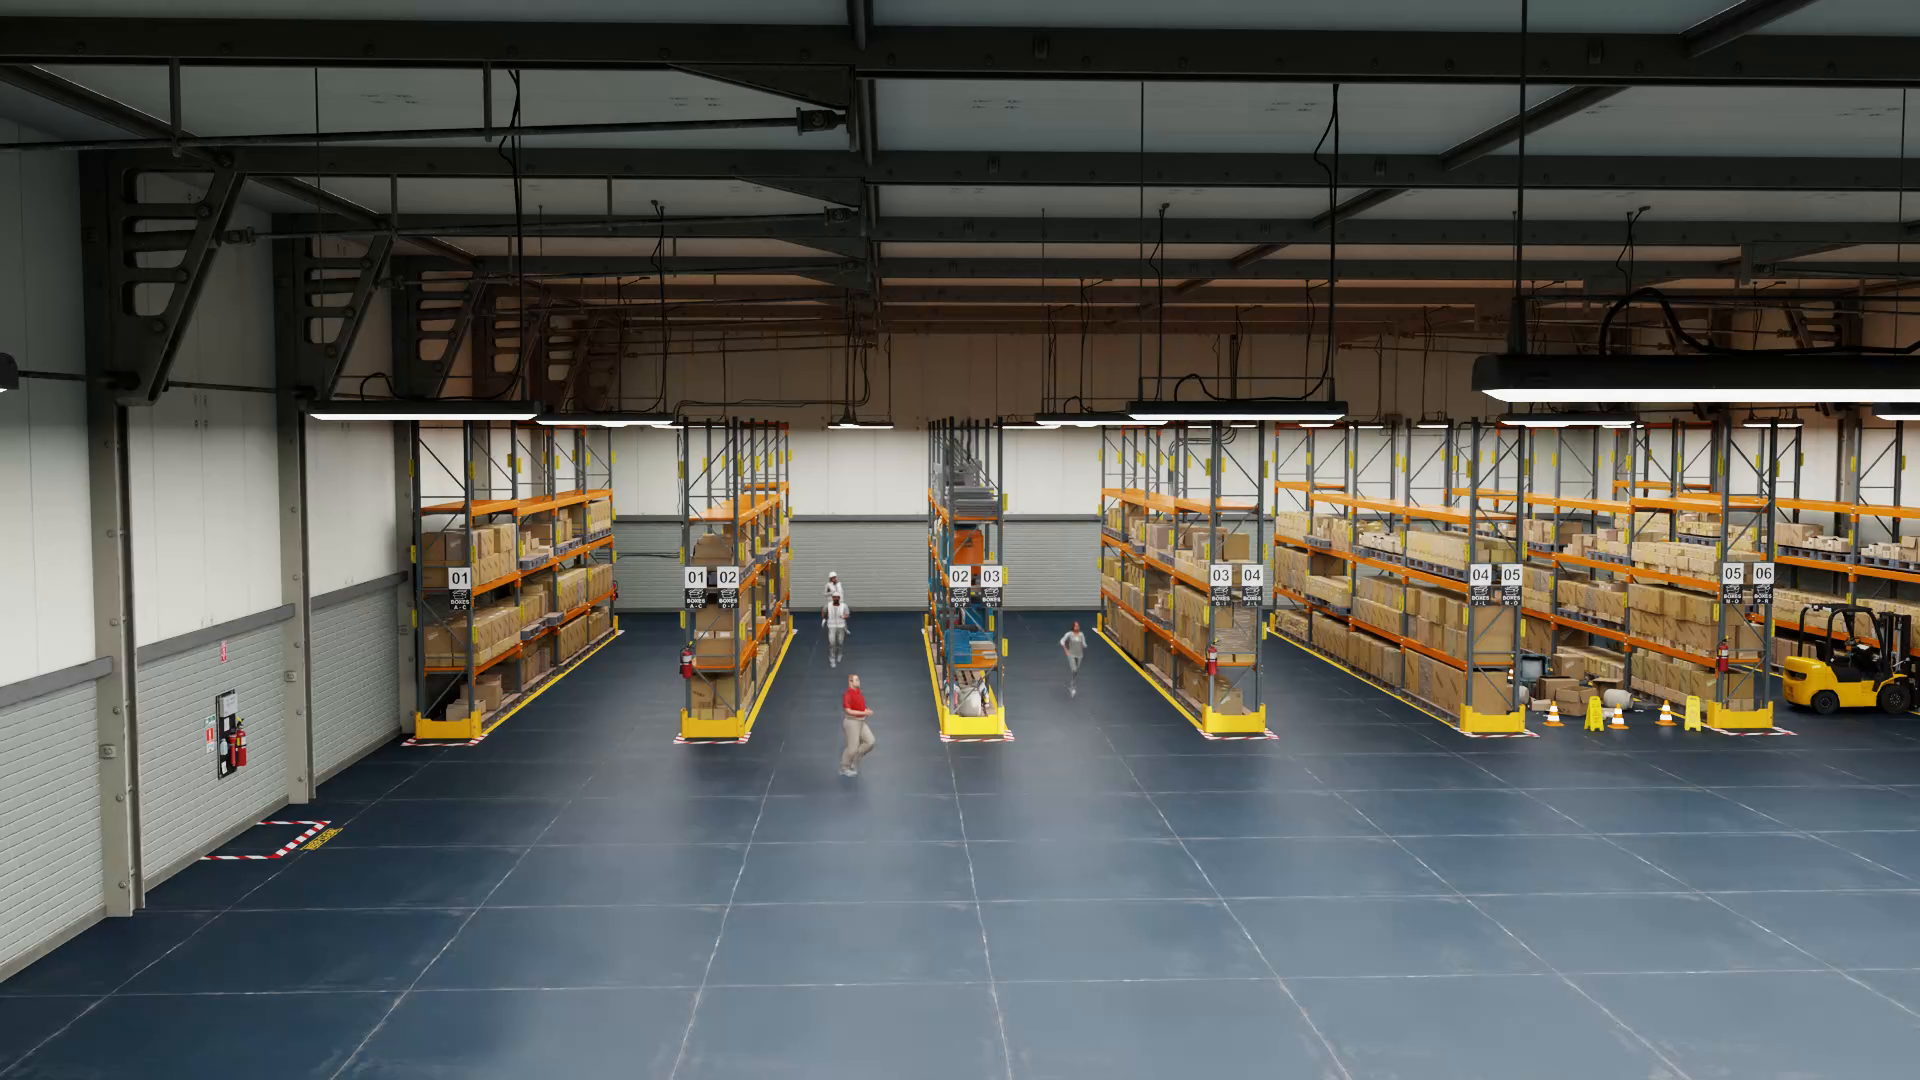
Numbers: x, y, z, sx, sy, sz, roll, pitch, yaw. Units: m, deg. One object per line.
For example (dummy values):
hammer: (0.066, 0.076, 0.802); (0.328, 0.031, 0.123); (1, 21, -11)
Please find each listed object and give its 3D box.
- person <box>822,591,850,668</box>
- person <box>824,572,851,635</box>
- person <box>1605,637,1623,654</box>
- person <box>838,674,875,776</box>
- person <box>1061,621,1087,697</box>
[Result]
person: (-3.029, 2.168, 40.616); (0.676, 1.831, 0.849); (-1, 4, -8)
person: (-3.553, 1.777, 47.015); (0.680, 1.761, 0.888); (-2, 4, -26)
person: (16.513, 2.117, 41.941); (0.741, 1.795, 0.735); (0, 4, -1)
person: (-1.702, 3.066, 27.572); (0.655, 1.697, 0.646); (1, 4, 22)
person: (2.490, 2.575, 36.074); (0.517, 1.639, 0.714); (-1, 4, -17)
